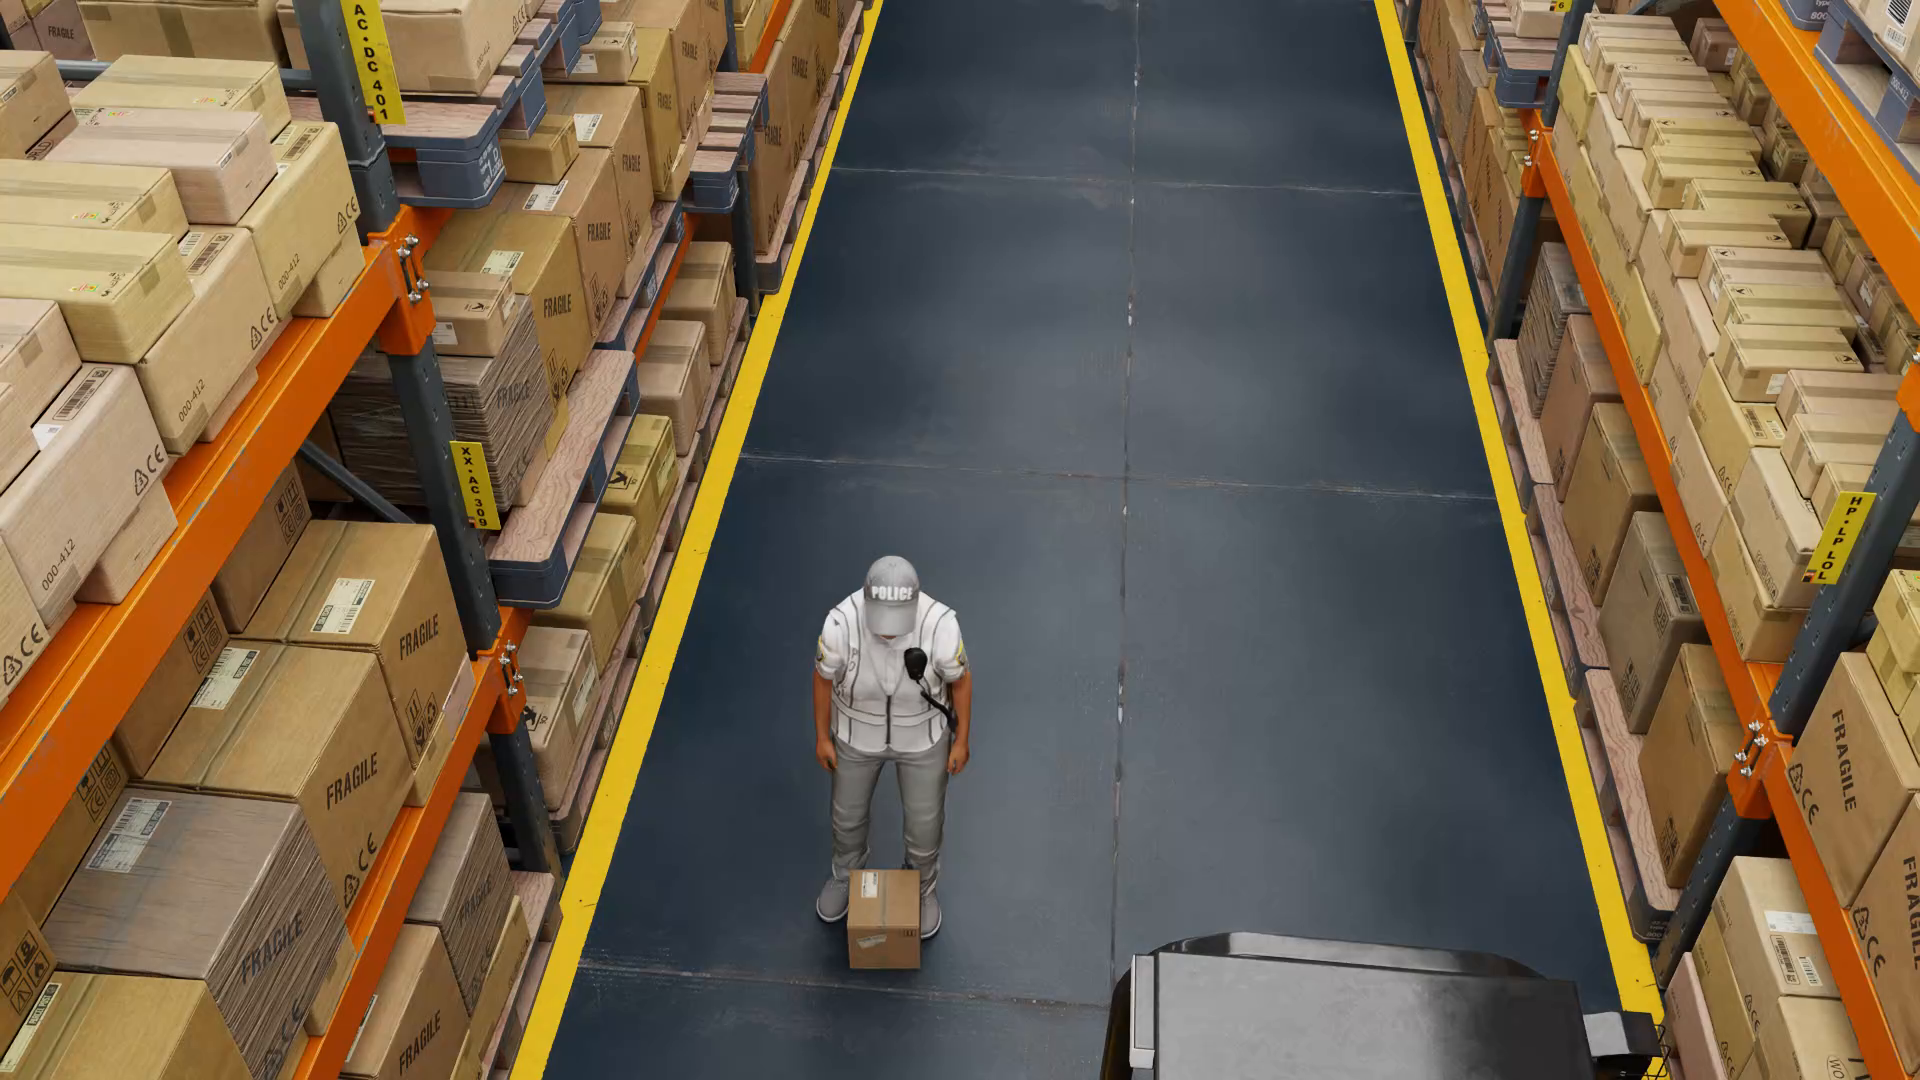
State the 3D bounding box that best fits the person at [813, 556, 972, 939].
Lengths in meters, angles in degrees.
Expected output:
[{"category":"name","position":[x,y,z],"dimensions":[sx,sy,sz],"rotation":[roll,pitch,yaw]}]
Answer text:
[{"category":"person","position":[-0.244,0.674,5.648],"dimensions":[0.563,1.667,0.463],"rotation":[1,40,2]}]
